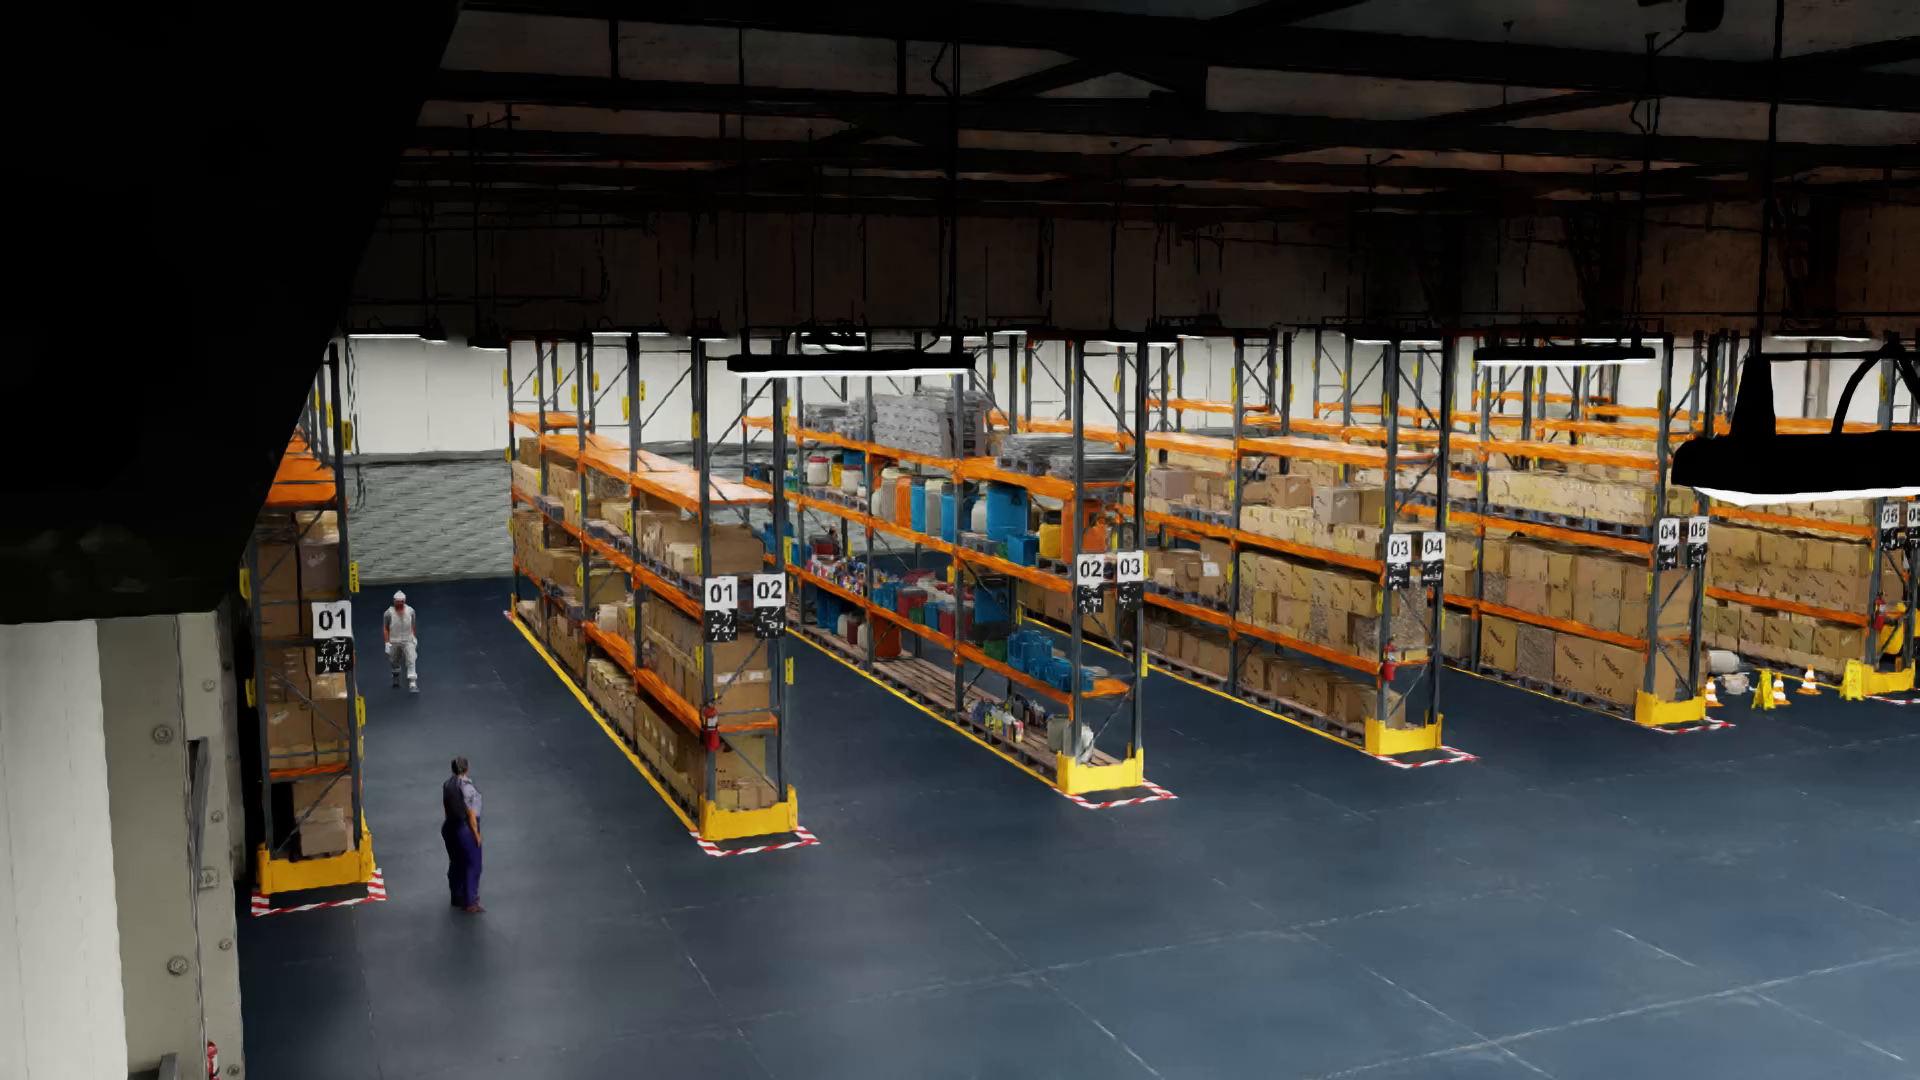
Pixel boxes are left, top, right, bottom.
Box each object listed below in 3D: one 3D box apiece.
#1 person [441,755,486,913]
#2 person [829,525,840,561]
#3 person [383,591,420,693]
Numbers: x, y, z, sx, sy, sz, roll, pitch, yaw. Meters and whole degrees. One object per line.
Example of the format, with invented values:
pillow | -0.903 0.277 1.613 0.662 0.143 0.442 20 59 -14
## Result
person | -5.290 3.142 17.759 0.559 1.717 0.384 6 10 38
person | -2.747 0.556 35.982 0.544 1.766 0.685 -2 8 -15
person | -9.368 1.687 27.873 0.557 1.706 1.125 -4 9 -24
